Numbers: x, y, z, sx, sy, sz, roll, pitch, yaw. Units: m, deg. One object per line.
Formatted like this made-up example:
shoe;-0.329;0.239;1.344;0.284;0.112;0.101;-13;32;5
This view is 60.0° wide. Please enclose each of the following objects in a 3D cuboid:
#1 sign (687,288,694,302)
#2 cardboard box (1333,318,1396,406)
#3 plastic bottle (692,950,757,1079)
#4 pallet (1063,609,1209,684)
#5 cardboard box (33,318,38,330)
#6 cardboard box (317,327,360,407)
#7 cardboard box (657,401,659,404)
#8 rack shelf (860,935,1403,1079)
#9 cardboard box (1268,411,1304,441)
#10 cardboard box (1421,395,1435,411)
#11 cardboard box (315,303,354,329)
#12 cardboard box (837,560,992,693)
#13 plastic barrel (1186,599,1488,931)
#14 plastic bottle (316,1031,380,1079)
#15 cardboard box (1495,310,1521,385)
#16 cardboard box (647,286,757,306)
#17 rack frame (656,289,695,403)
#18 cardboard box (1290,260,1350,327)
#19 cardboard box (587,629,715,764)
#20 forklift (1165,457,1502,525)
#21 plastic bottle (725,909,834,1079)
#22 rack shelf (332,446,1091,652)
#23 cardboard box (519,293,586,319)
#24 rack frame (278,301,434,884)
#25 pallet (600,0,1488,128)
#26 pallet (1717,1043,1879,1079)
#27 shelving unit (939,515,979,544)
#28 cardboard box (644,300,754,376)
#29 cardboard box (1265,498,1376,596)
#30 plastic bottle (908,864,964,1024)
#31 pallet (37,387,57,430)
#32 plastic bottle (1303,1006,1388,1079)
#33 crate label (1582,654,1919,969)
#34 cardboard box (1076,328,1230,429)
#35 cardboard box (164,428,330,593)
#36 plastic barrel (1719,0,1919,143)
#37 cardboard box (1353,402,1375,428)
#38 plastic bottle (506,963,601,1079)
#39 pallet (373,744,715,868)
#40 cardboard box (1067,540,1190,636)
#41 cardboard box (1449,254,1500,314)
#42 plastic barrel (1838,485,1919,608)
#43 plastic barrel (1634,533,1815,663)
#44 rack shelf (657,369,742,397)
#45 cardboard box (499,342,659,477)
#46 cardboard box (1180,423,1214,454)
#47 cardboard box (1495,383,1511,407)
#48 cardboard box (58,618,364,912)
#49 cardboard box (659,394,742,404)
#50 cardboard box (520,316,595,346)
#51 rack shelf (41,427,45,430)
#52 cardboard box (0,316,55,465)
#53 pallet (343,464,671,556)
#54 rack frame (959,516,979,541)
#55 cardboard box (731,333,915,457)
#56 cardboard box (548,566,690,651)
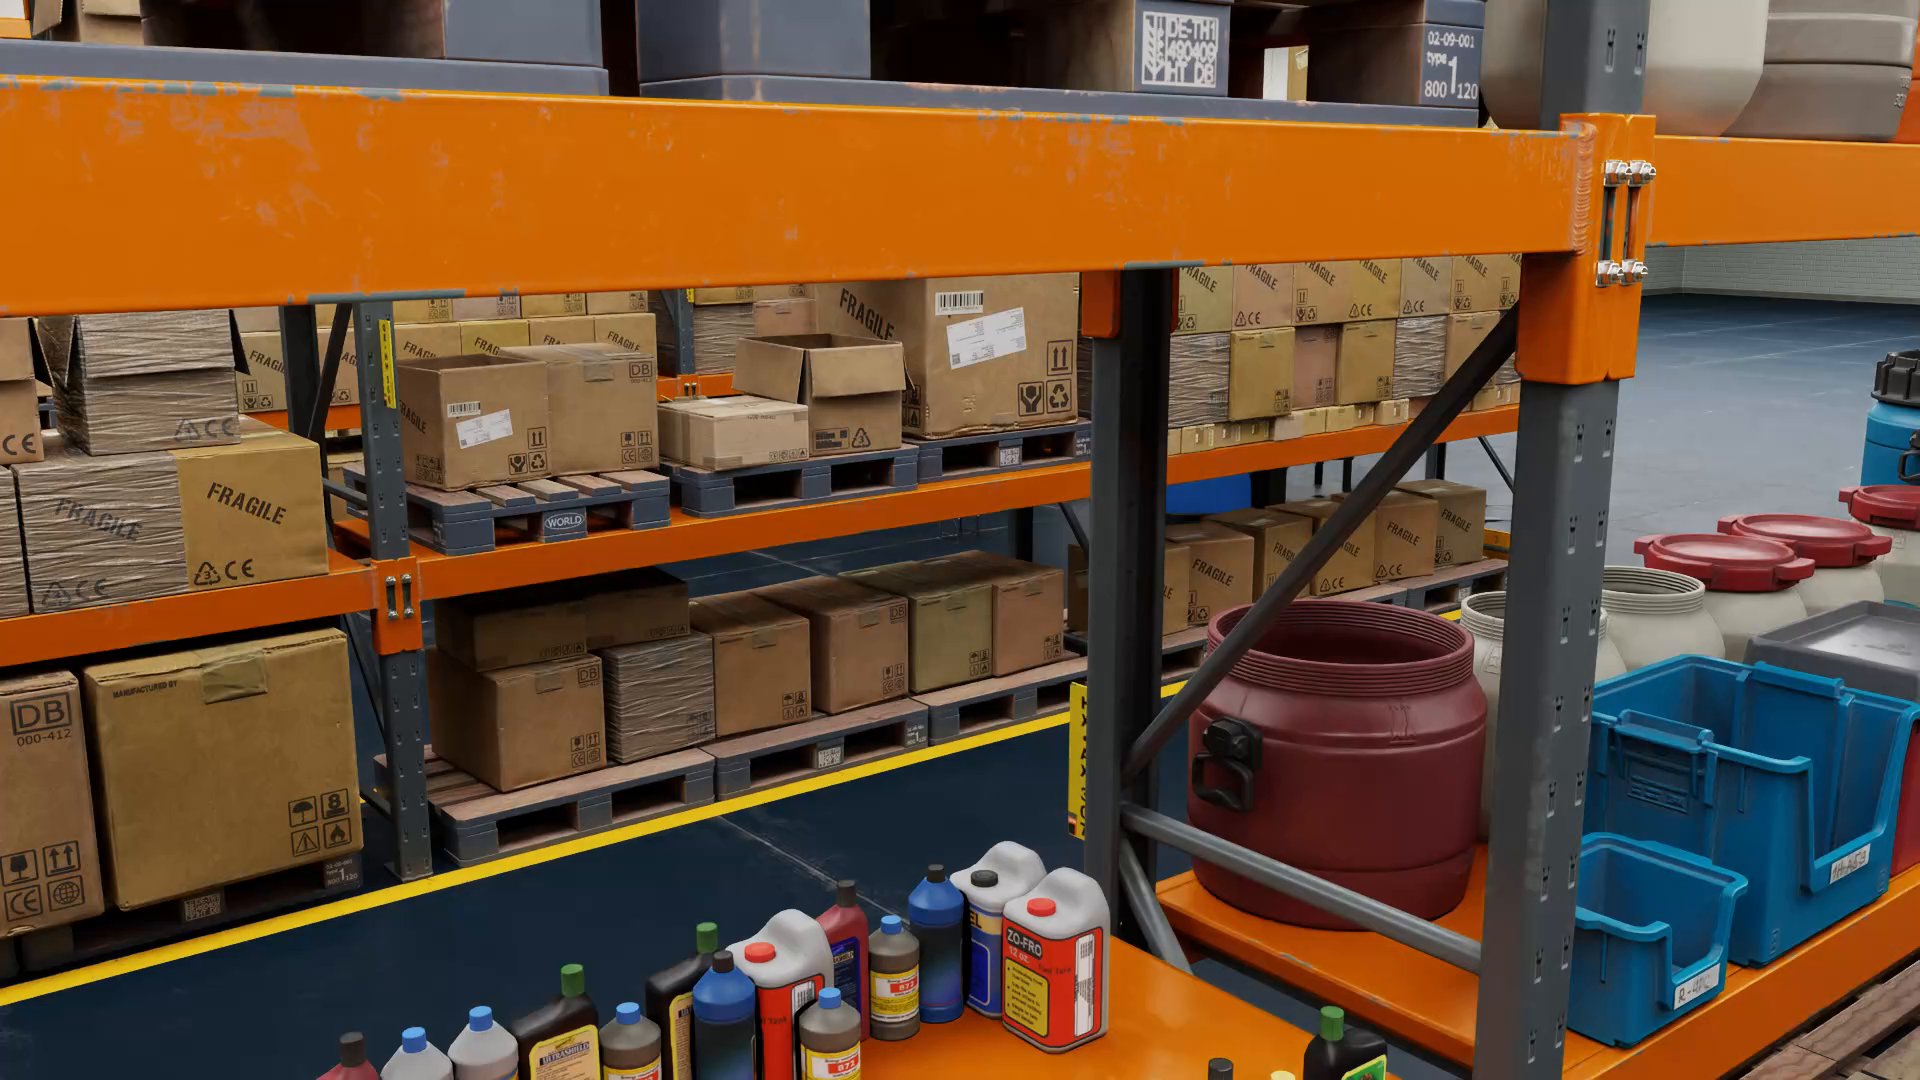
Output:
sign;-2.038;-1.957;12.528;0.005;0.325;0.100;-9;15;-38
cardboard box;2.181;-1.140;10.320;0.500;0.500;0.875;-9;15;-38
plastic bottle;-0.365;0.771;2.587;0.097;0.271;0.097;0;12;0
pallet;1.137;0.572;9.925;1.213;0.211;1.003;-9;15;-38
cardboard box;-5.604;-1.233;9.875;0.250;0.149;0.380;-10;16;-40
cardboard box;-4.200;-1.193;11.283;0.500;0.500;0.500;-9;15;-38
cardboard box;-3.305;-1.471;18.444;0.500;0.250;0.500;-9;15;-37
rack shelf;-0.956;1.235;1.823;4.000;0.370;1.077;-9;15;-38
cardboard box;1.782;-0.682;9.724;0.250;0.149;0.380;-9;15;-38
cardboard box;2.880;-0.896;10.730;0.250;0.149;0.380;-9;15;-38
cardboard box;-4.358;-1.725;11.382;0.500;0.500;0.700;-10;15;-39
cardboard box;-0.242;0.444;8.776;0.500;0.500;0.700;-10;15;-38
plastic barrel;0.779;0.448;3.472;0.708;0.536;0.600;-9;15;-38
plastic bottle;-0.865;0.827;2.294;0.133;0.283;0.061;-9;15;-38
cardboard box;3.312;-1.345;11.286;0.500;0.500;0.875;-9;15;-38
cardboard box;-2.075;-2.160;13.120;0.550;0.550;0.875;-9;15;-38
rack frame;-2.385;-1.516;13.049;0.127;3.000;1.000;-9;15;-38
cardboard box;1.925;-1.529;9.746;0.500;0.500;0.500;-9;15;-38
cardboard box;-1.553;0.663;7.741;0.500;0.500;0.700;-11;16;-42
forklift;2.655;-1.438;12.845;3.031;2.935;1.130;0;12;0
plastic bottle;-0.295;0.748;2.683;0.135;0.276;0.152;-9;15;-38
rack shelf;-0.927;-0.087;8.051;4.000;0.370;1.077;-9;15;-38
cardboard box;-3.169;-1.922;12.311;0.500;0.500;0.700;-10;15;-39
rack frame;-2.488;-0.180;6.754;0.127;3.000;1.000;-9;15;-38
pallet;-0.053;-0.668;2.286;1.213;0.211;1.003;-9;15;-38
pallet;2.187;1.736;4.446;1.213;0.211;1.003;-9;15;-38
shelving unit;-0.006;-0.439;13.030;0.210;0.900;0.258;-9;15;-38
cardboard box;-2.104;-1.640;13.268;0.550;0.550;0.875;-9;15;-38
cardboard box;2.314;0.039;10.730;0.500;0.500;0.500;-8;14;-32
plastic bottle;-0.042;0.701;2.917;0.097;0.271;0.097;0;12;0
pallet;-5.998;-0.794;10.107;1.003;0.211;1.213;-9;15;-38
plastic bottle;0.556;0.802;2.410;0.133;0.283;0.061;-9;15;-38
crate label;1.550;0.521;3.368;0.616;0.435;0.502;-9;15;-38
cardboard box;1.025;-0.942;9.385;0.500;0.500;0.875;-9;15;-38
cardboard box;-2.719;-0.125;6.253;0.500;0.500;0.500;-9;15;-36
plastic barrel;1.383;-1.160;2.943;0.600;0.901;0.600;0;12;0
cardboard box;2.321;-0.792;10.240;0.250;0.149;0.380;-9;15;-38
plastic bottle;-0.609;0.784;2.495;0.133;0.283;0.061;-9;15;-38
pallet;-1.877;1.083;7.520;1.213;0.211;1.003;-9;15;-38
cardboard box;0.972;0.273;9.628;0.500;0.500;0.500;-10;16;-39
cardboard box;3.096;-1.724;10.663;0.500;0.500;0.500;-9;15;-38
plastic barrel;2.845;0.127;4.984;0.433;0.535;0.433;0;12;0
plastic barrel;1.934;0.278;4.271;0.433;0.535;0.433;0;12;0
rack shelf;-0.823;-1.424;14.346;4.000;0.370;1.077;-9;15;-38
cardboard box;-1.718;-0.599;7.478;0.500;0.500;0.700;-7;14;-29
cardboard box;1.194;-0.585;9.269;0.250;0.149;0.380;-9;15;-38
cardboard box;3.469;-0.992;11.185;0.250;0.149;0.380;-9;15;-38
cardboard box;-3.040;0.740;6.525;0.875;0.875;1.225;-10;16;-40
cardboard box;-1.850;-0.753;13.557;0.875;0.875;0.875;-9;15;-37
cardboard box;-3.020;-1.389;12.206;0.500;0.500;0.500;-10;15;-38
rack shelf;-7.070;-0.386;9.457;4.000;0.370;1.077;-9;15;-38
cardboard box;-3.580;-0.543;5.809;0.637;0.503;0.797;-9;15;-36
pallet;-1.999;-0.196;7.291;1.003;0.211;1.213;-9;15;-38
rack frame;0.073;-0.452;13.092;0.006;0.900;0.240;-9;15;-38
cardboard box;-0.661;-0.715;8.014;0.637;0.503;0.797;-8;14;-32
cardboard box;-1.576;0.299;7.654;0.500;0.250;0.500;-7;14;-31
